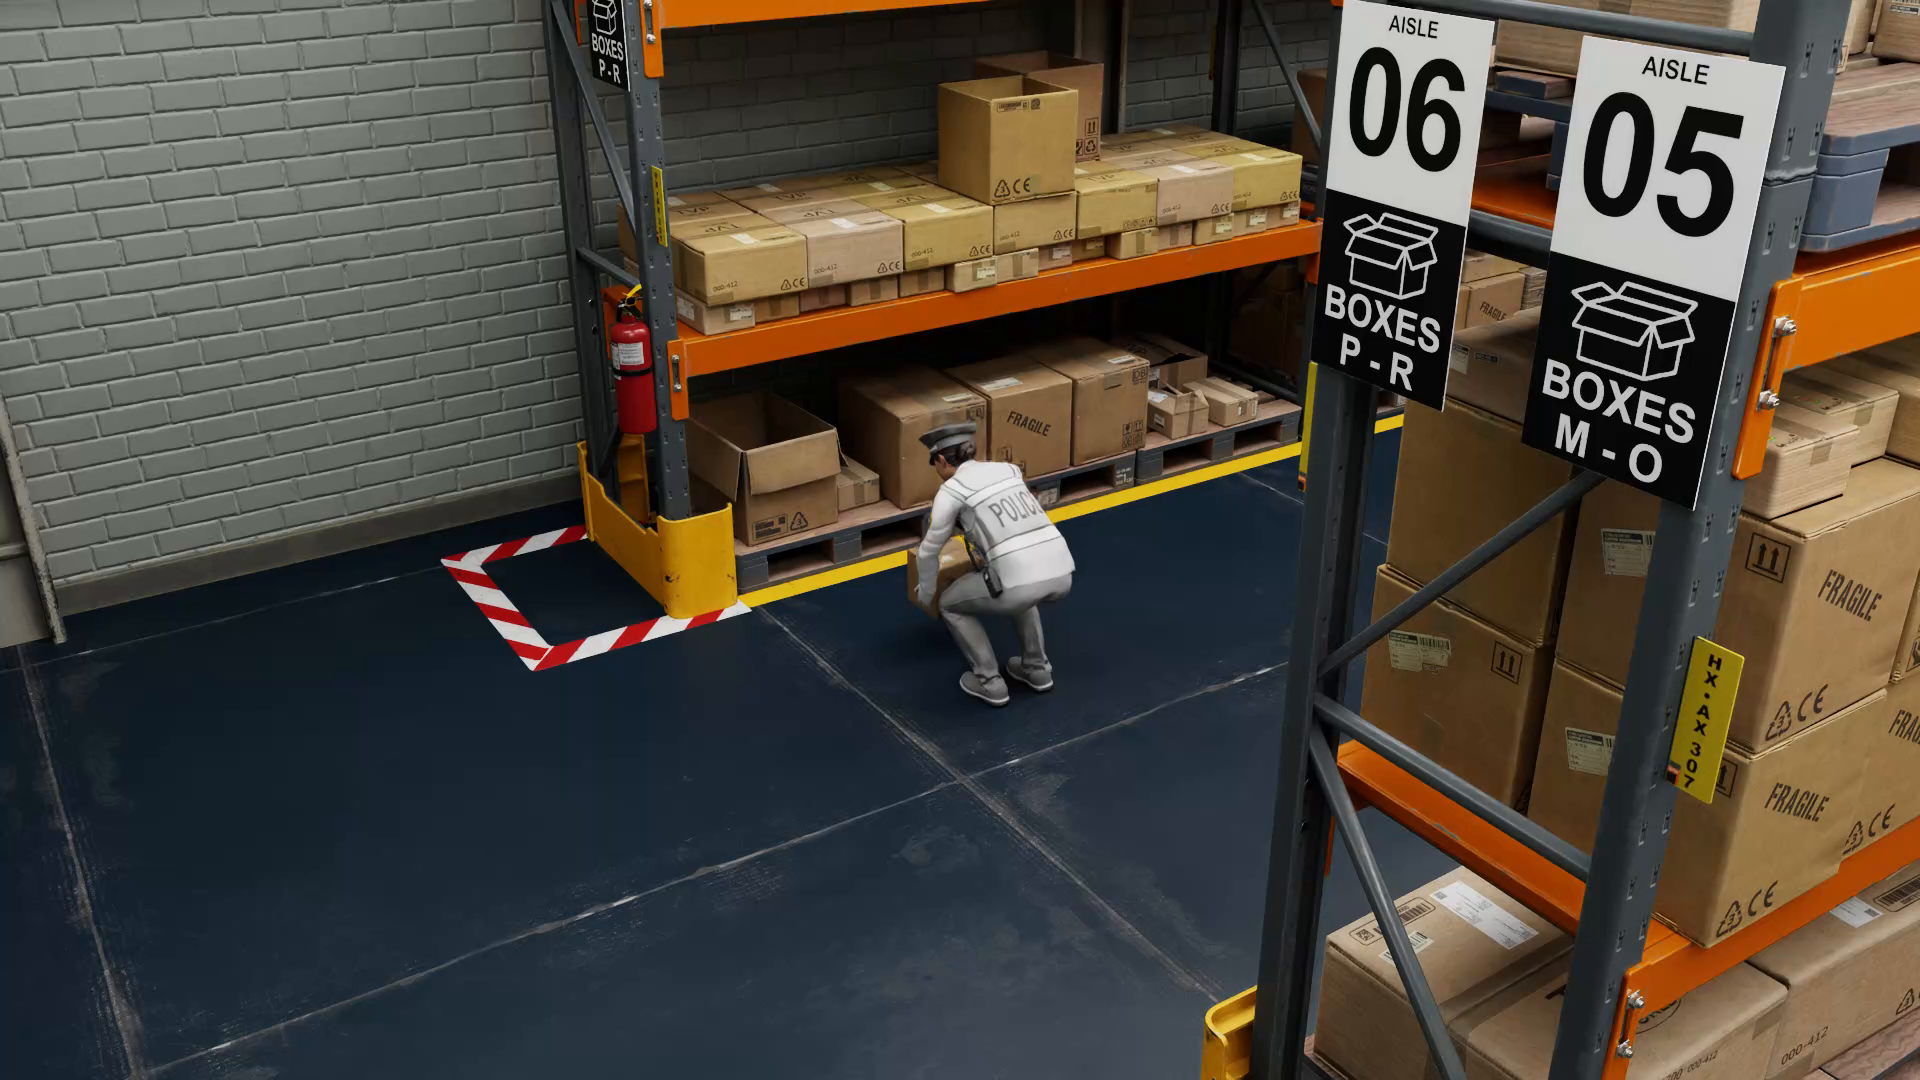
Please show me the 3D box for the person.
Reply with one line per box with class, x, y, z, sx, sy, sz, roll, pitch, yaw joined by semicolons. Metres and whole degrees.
person;0.116;0.099;7.019;0.516;1.139;0.802;-16;29;-30
